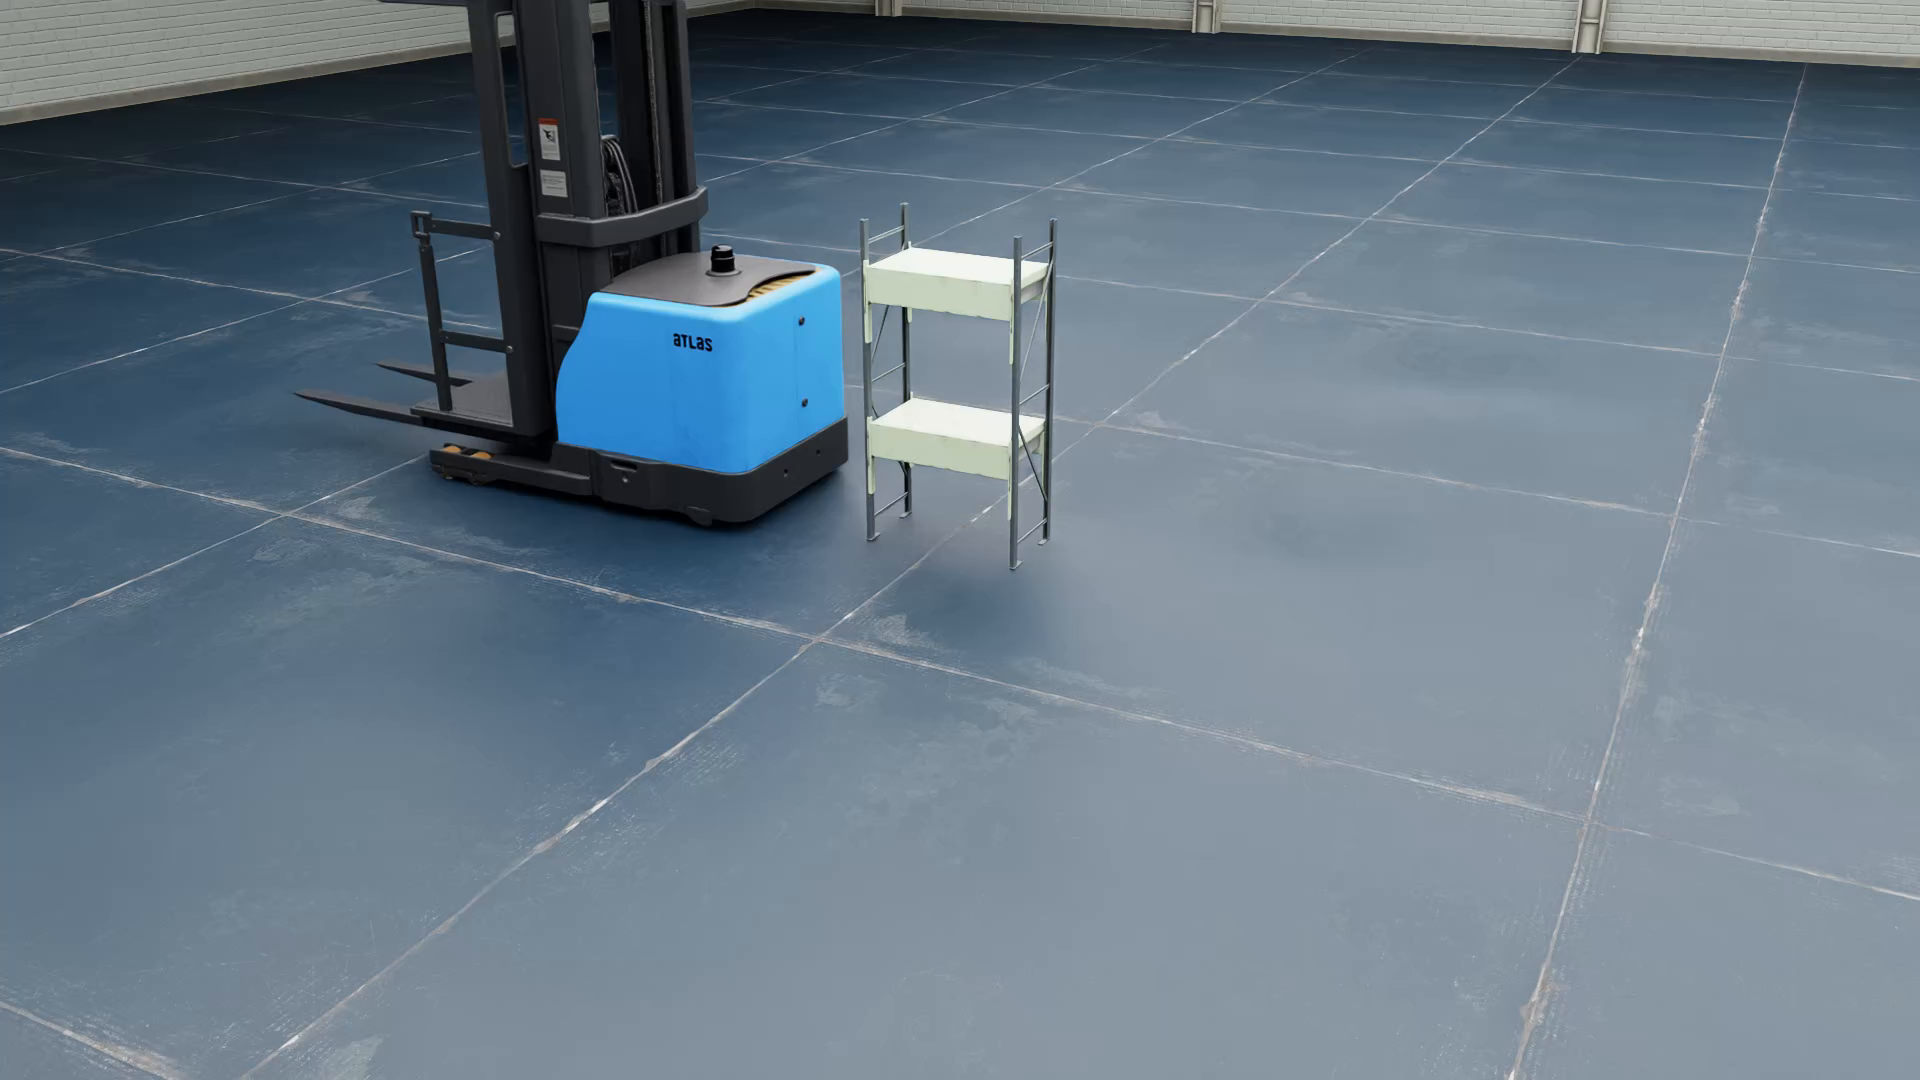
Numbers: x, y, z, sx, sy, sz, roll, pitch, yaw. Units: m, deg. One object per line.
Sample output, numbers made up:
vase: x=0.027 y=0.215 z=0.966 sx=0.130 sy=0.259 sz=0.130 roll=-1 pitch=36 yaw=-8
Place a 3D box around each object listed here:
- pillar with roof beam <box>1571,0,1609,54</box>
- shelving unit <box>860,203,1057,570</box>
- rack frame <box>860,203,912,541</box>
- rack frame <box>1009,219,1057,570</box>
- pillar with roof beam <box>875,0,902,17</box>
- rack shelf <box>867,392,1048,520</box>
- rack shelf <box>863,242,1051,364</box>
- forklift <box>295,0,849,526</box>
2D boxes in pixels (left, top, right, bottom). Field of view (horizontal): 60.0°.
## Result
pillar with roof beam: x=7.483 y=-9.978 z=19.714 sx=0.400 sy=9.000 sz=9.100 roll=11 pitch=25 yaw=25
shelving unit: x=-0.006 y=-0.691 z=7.459 sx=0.755 sy=1.500 sz=0.431 roll=11 pitch=25 yaw=25
rack frame: x=-0.333 y=-0.756 z=7.611 sx=0.023 sy=1.500 sz=0.400 roll=11 pitch=25 yaw=25
rack frame: x=0.321 y=-0.627 z=7.307 sx=0.023 sy=1.500 sz=0.400 roll=11 pitch=25 yaw=25
pillar with roof beam: x=-3.226 y=-12.097 z=24.697 sx=0.400 sy=9.000 sz=9.100 roll=11 pitch=25 yaw=25
rack shelf: x=-0.006 y=-0.391 z=7.587 sx=0.720 sy=0.370 sz=0.431 roll=11 pitch=25 yaw=25
rack shelf: x=-0.006 y=-1.050 z=7.307 sx=0.720 sy=0.370 sz=0.431 roll=11 pitch=25 yaw=25
forklift: x=-2.125 y=-1.797 z=8.230 sx=3.031 sy=2.935 sz=1.130 roll=11 pitch=25 yaw=24
